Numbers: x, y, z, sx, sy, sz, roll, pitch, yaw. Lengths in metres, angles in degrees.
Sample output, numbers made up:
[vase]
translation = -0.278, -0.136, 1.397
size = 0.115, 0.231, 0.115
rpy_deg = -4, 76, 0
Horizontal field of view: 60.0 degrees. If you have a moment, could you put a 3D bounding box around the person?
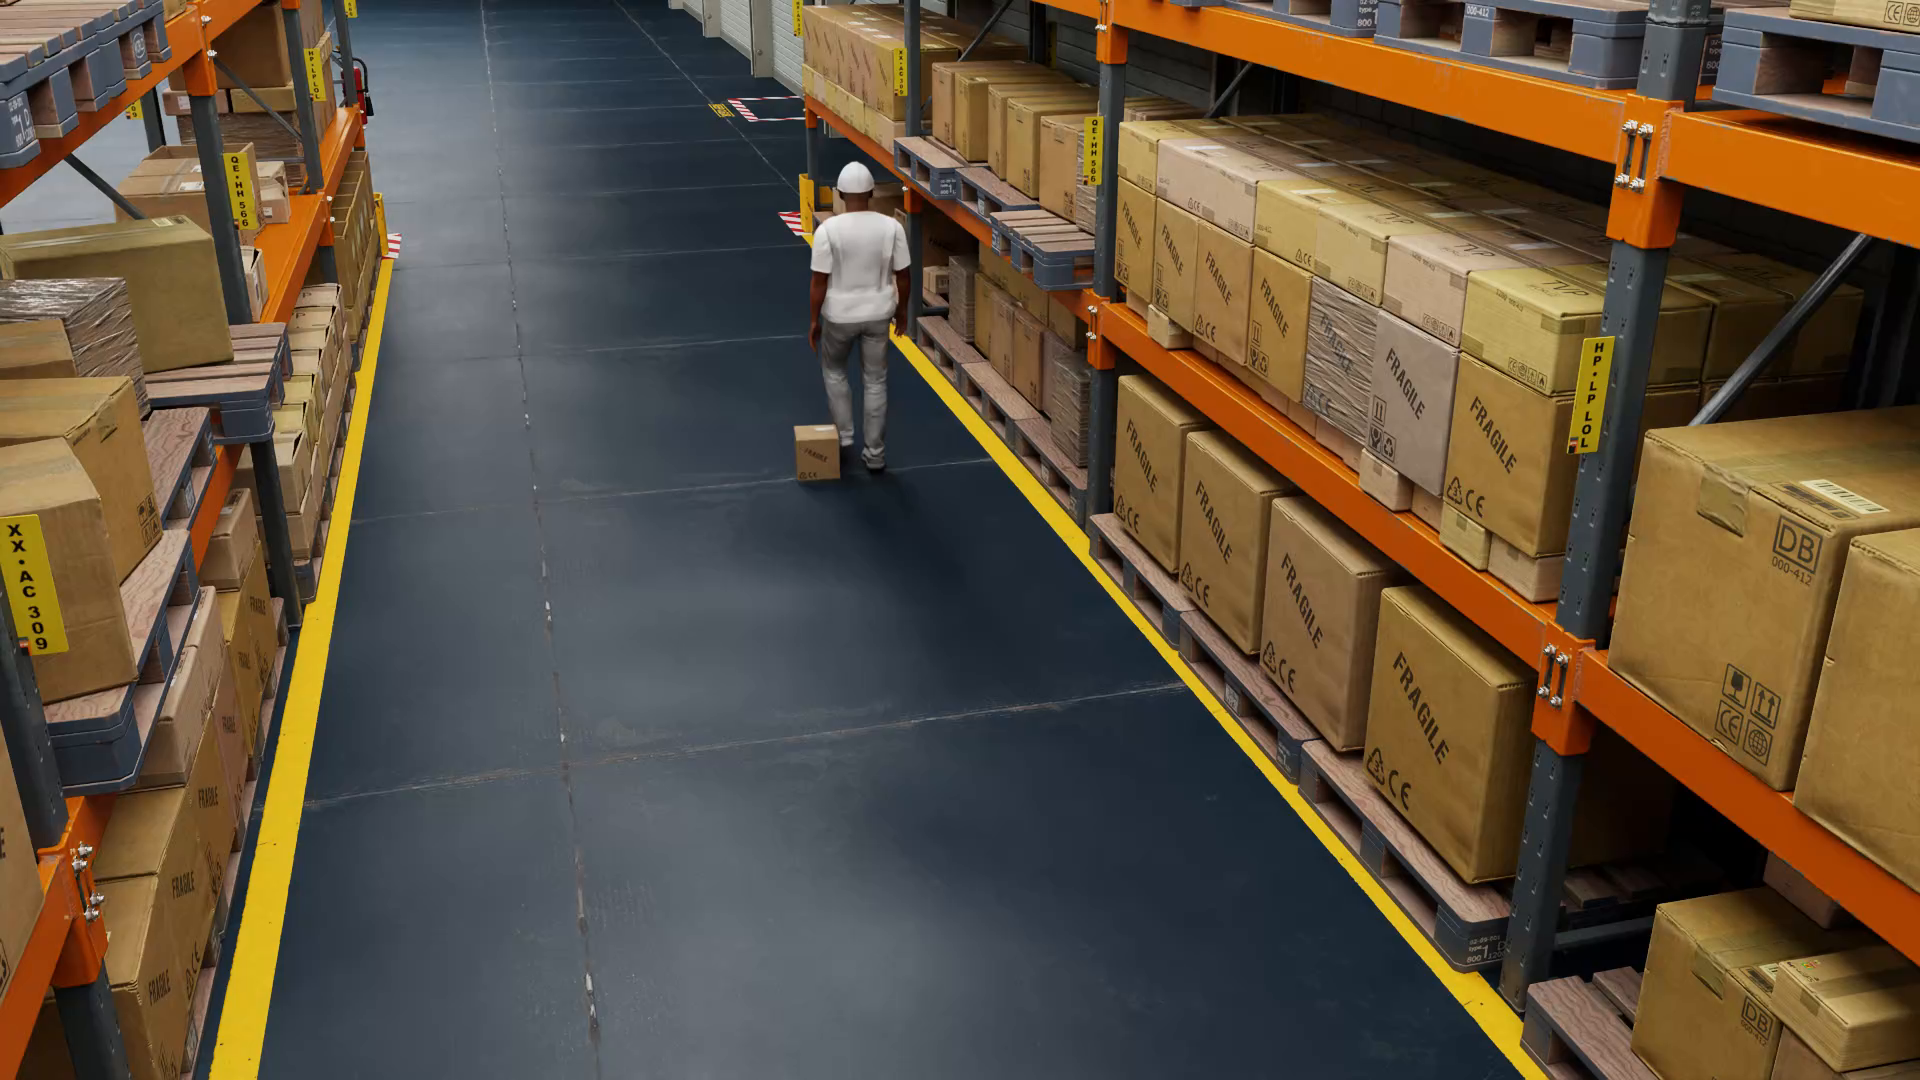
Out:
[person]
translation = -0.585, -1.267, 9.616
size = 0.612, 1.835, 0.572
rpy_deg = -4, 23, -9
